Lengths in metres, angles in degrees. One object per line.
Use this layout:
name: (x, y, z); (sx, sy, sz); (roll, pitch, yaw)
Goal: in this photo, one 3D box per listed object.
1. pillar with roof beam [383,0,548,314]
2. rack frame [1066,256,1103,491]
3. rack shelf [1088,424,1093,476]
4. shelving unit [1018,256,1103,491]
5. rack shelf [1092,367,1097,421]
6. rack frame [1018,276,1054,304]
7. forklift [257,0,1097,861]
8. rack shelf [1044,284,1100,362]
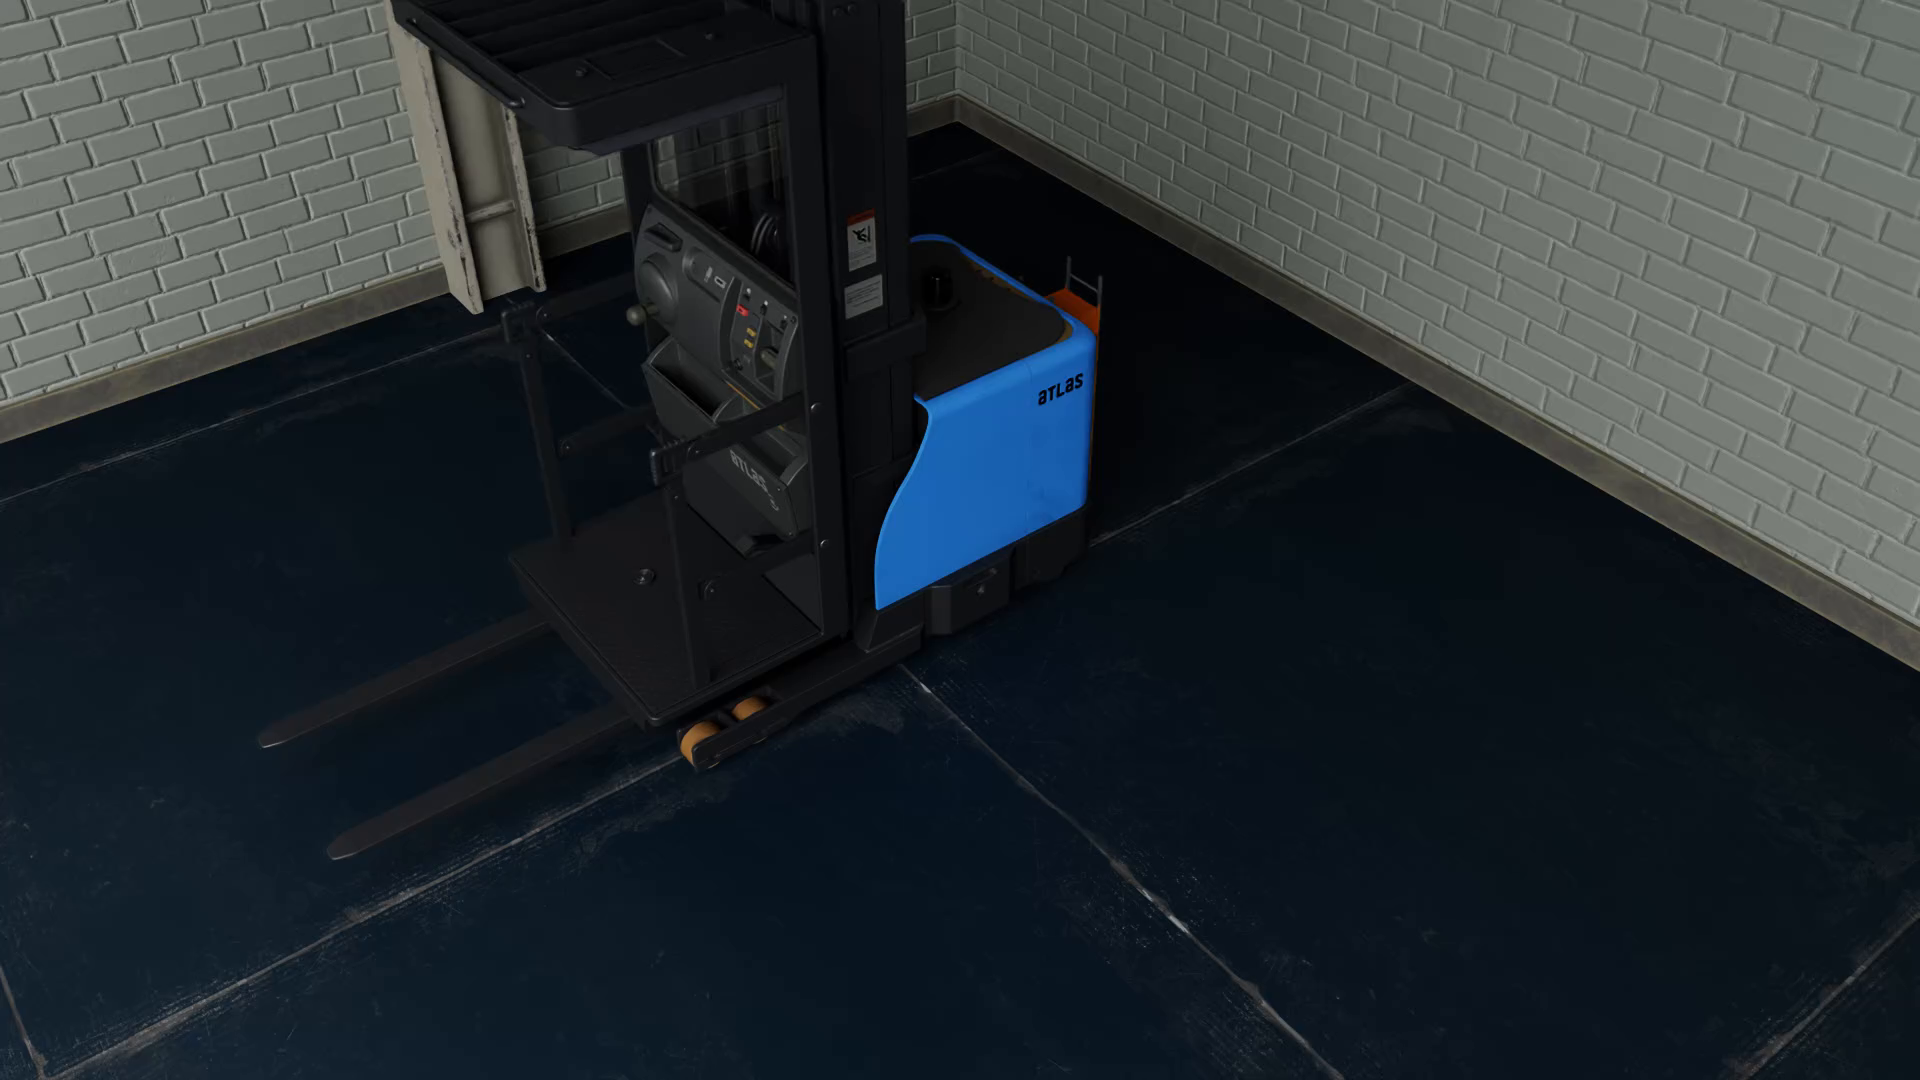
pillar with roof beam: (0.324, -2.563, 2.779); (0.400, 9.000, 9.100); (-26, 46, -28)
rack frame: (0.478, -0.643, 6.706); (0.008, 1.050, 0.200); (-26, 46, -28)
rack shelf: (0.382, -0.372, 6.831); (0.240, 0.259, 0.215); (-26, 46, -28)
shelving unit: (0.382, -0.595, 6.648); (0.252, 1.050, 0.215); (-26, 46, -28)
rack shelf: (0.382, -0.587, 6.655); (0.240, 0.259, 0.215); (-26, 46, -28)
rack frame: (0.286, -0.548, 6.590); (0.008, 1.050, 0.200); (-26, 46, -28)
forklift: (-0.965, -0.719, 5.316); (3.031, 2.935, 1.130); (-26, 46, -28)
rack shelf: (0.382, -0.806, 6.475); (0.240, 0.259, 0.215); (-26, 46, -28)
